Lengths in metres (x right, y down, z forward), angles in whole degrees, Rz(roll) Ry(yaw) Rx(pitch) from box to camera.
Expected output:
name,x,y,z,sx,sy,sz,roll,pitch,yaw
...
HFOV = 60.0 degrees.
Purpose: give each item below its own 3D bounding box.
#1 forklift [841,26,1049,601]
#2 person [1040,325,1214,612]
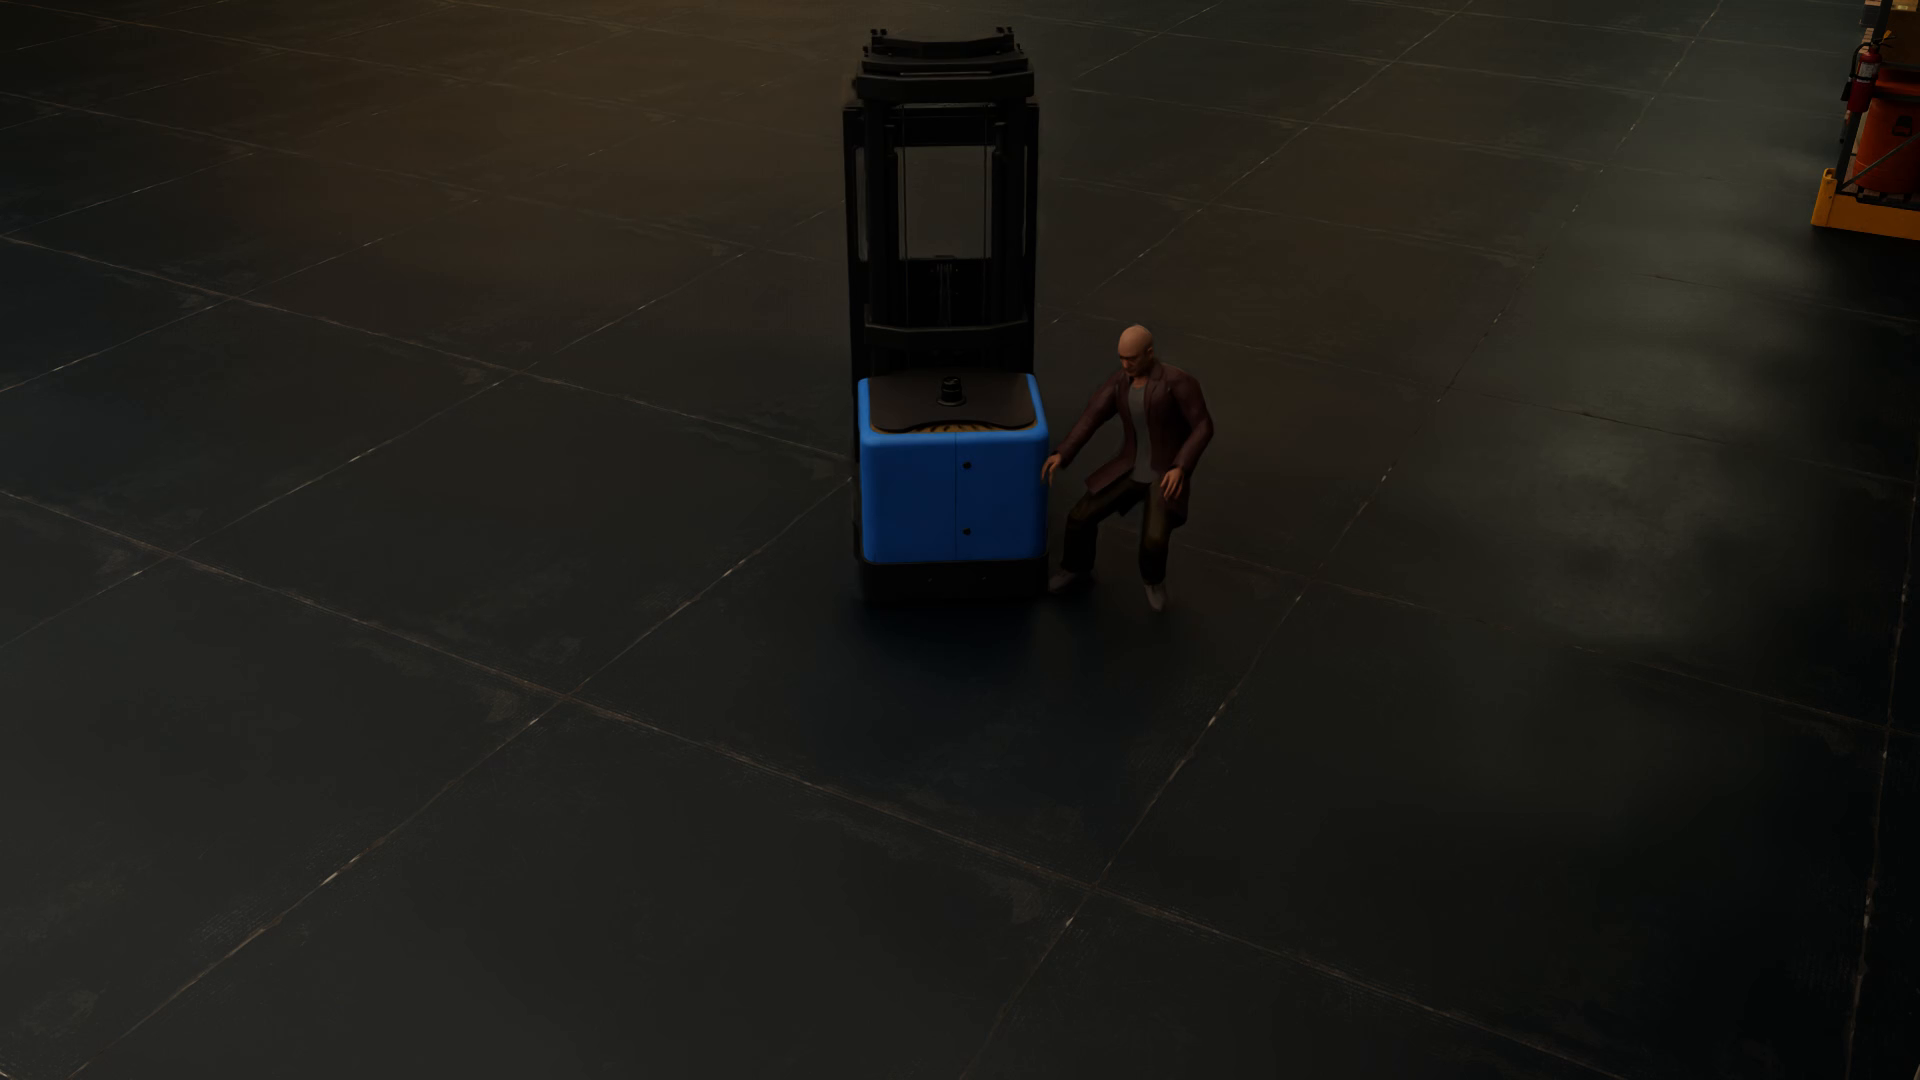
name,x,y,z,sx,sy,sz,roll,pitch,yaw
forklift,-0.124,-1.634,9.903,1.130,2.935,3.031,-2,30,-3
person,0.900,-0.337,8.982,0.817,1.599,0.745,22,37,33
